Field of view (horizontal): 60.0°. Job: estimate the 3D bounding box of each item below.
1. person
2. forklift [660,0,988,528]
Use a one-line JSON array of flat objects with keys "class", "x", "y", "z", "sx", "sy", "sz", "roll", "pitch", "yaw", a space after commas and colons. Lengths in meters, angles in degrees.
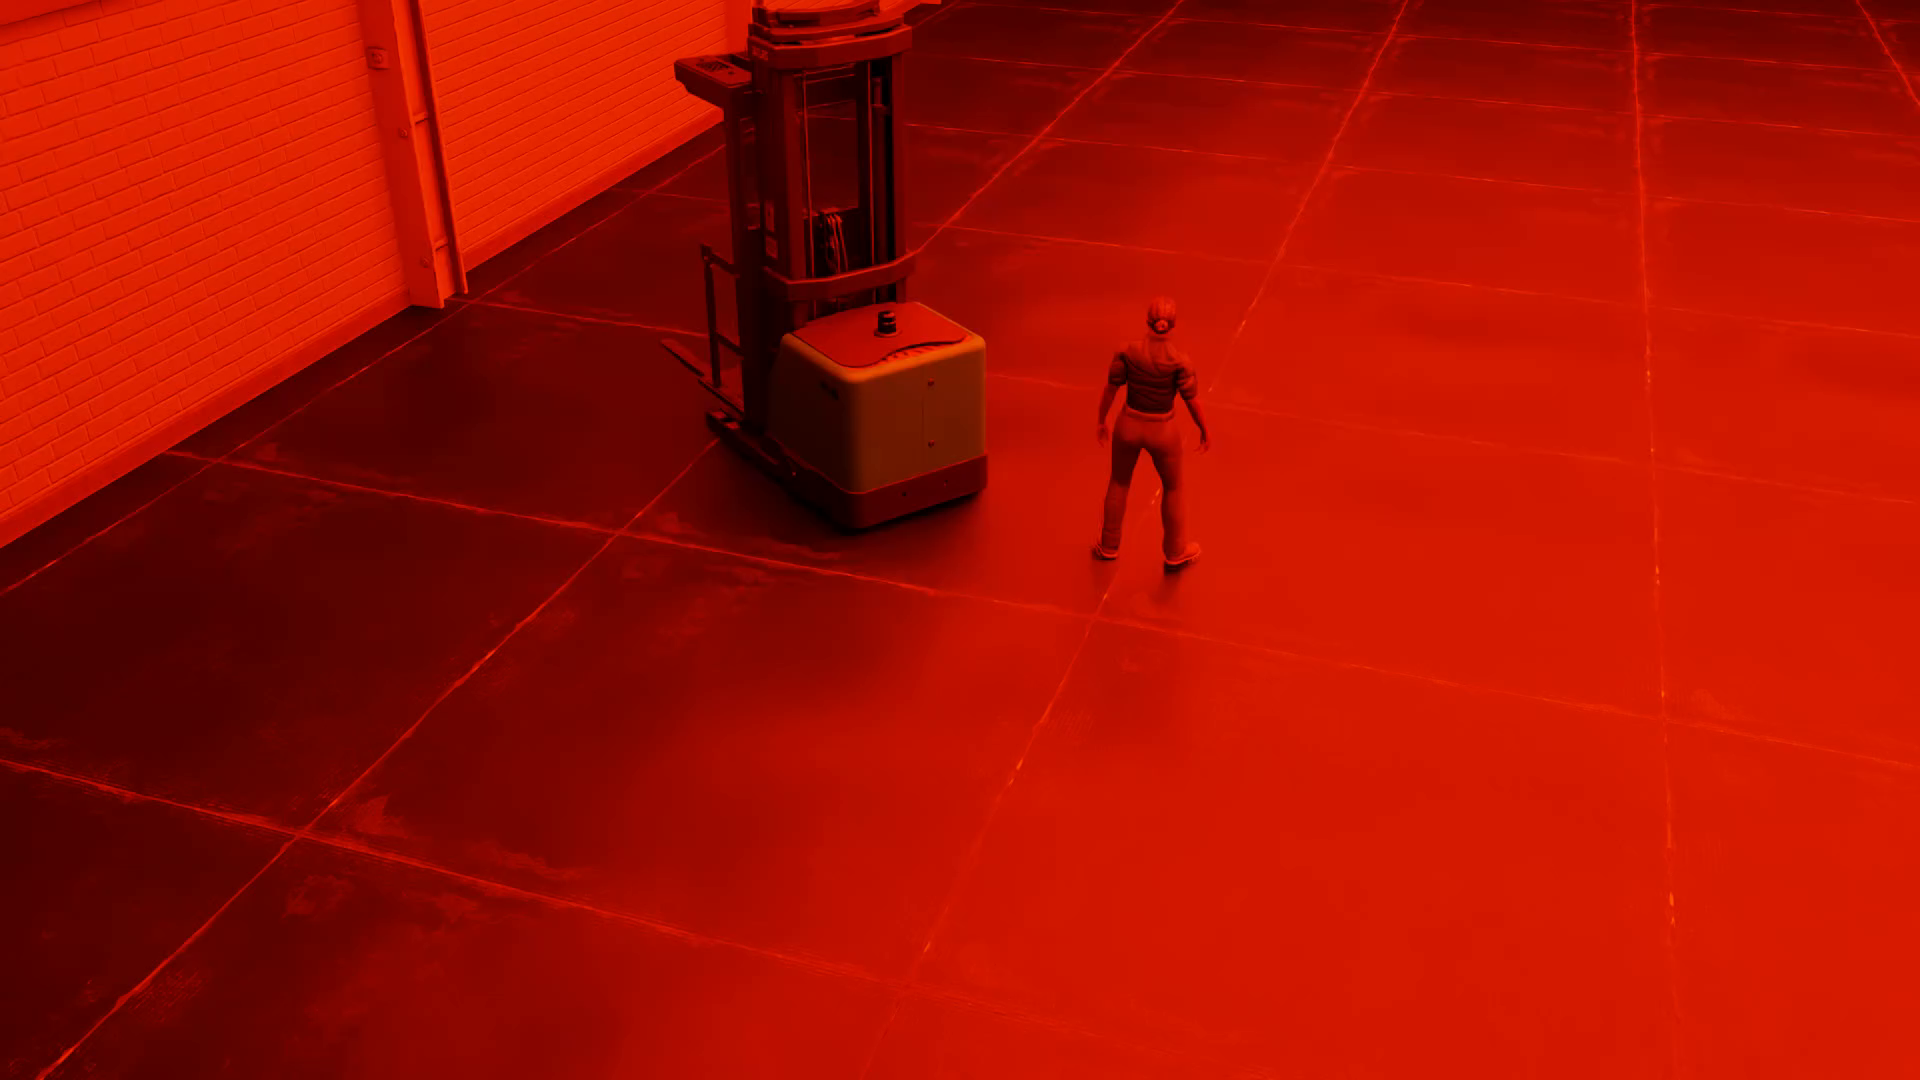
[{"class": "person", "x": 1.111, "y": -0.621, "z": 9.531, "sx": 0.650, "sy": 1.661, "sz": 0.362, "roll": 10, "pitch": 31, "yaw": 17}, {"class": "forklift", "x": -1.074, "y": -2.025, "z": 10.688, "sx": 1.130, "sy": 2.935, "sz": 3.031, "roll": -19, "pitch": 35, "yaw": -29}]
